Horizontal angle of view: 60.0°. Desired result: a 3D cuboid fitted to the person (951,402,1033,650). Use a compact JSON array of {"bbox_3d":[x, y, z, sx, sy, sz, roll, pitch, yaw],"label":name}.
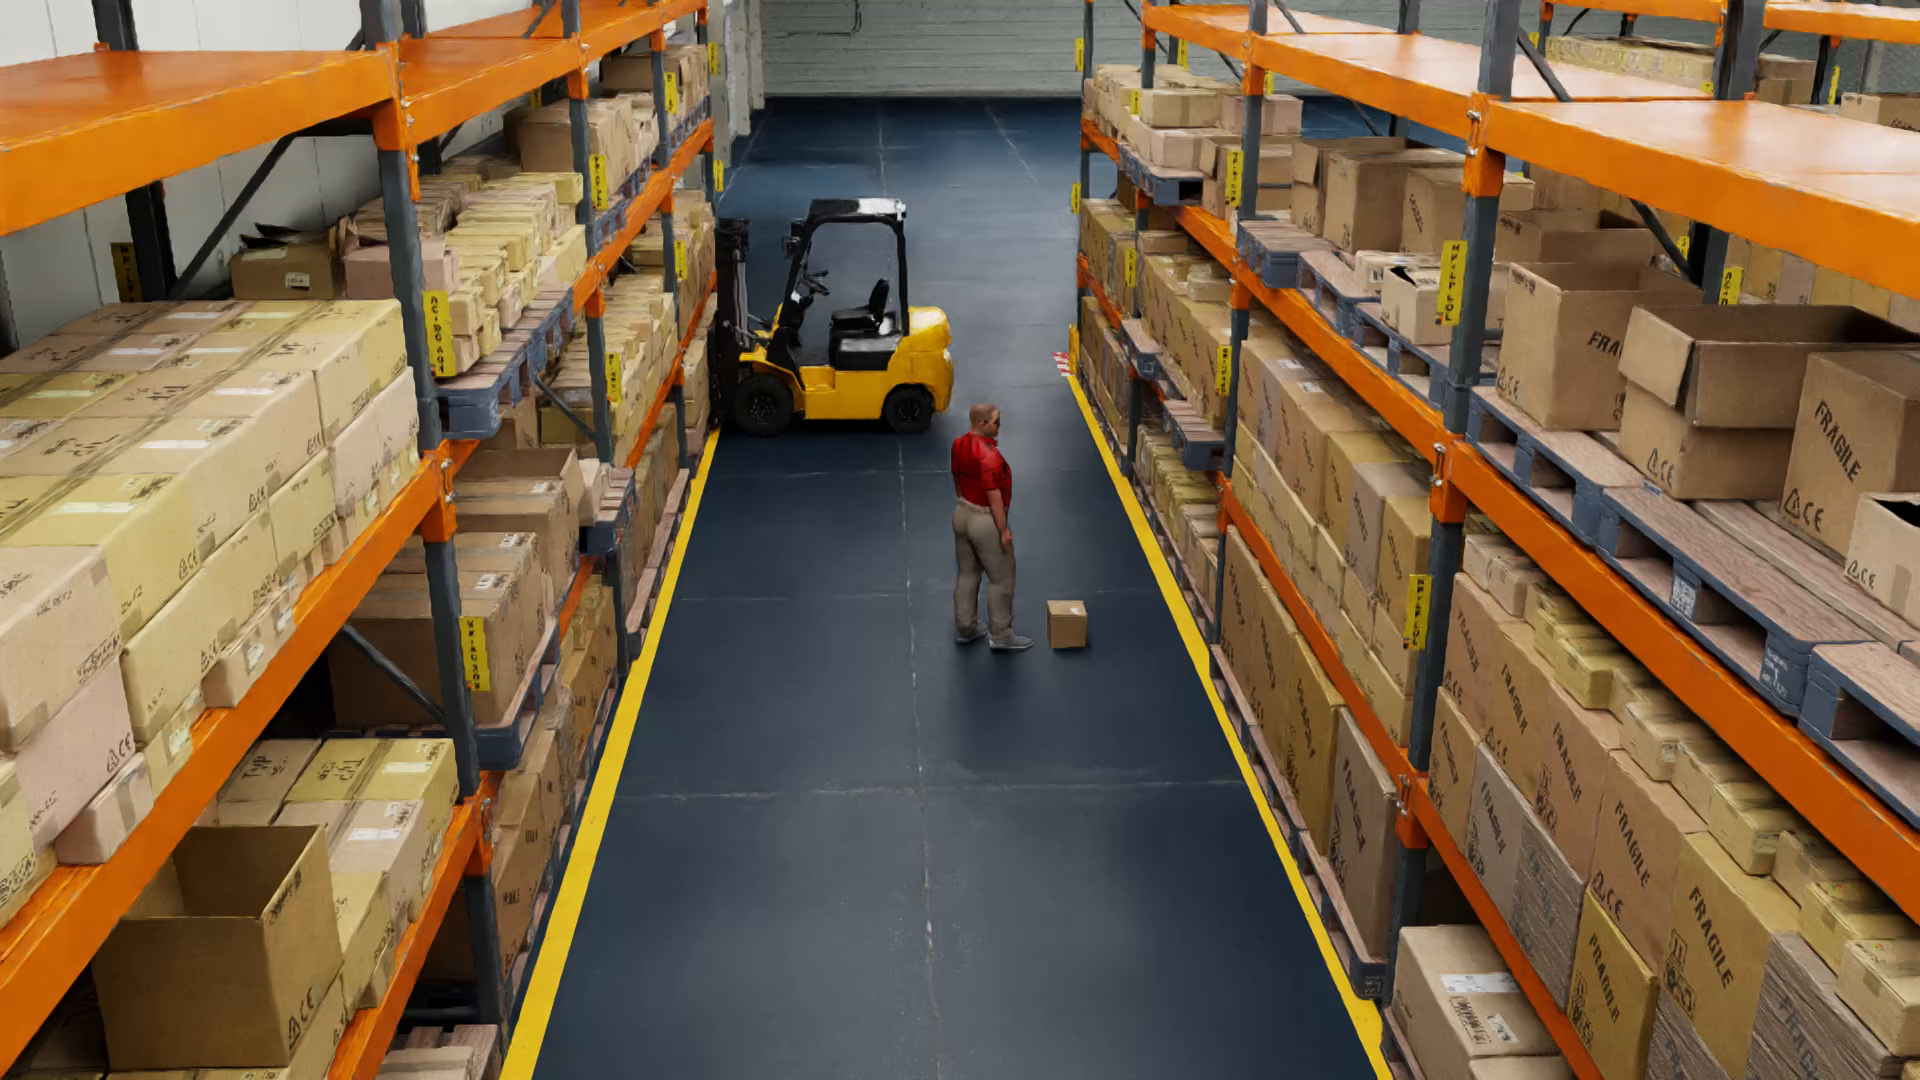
[{"bbox_3d":[0.199,-0.105,11.362,0.469,1.754,0.568,-14,24,-32],"label":"person"}]
